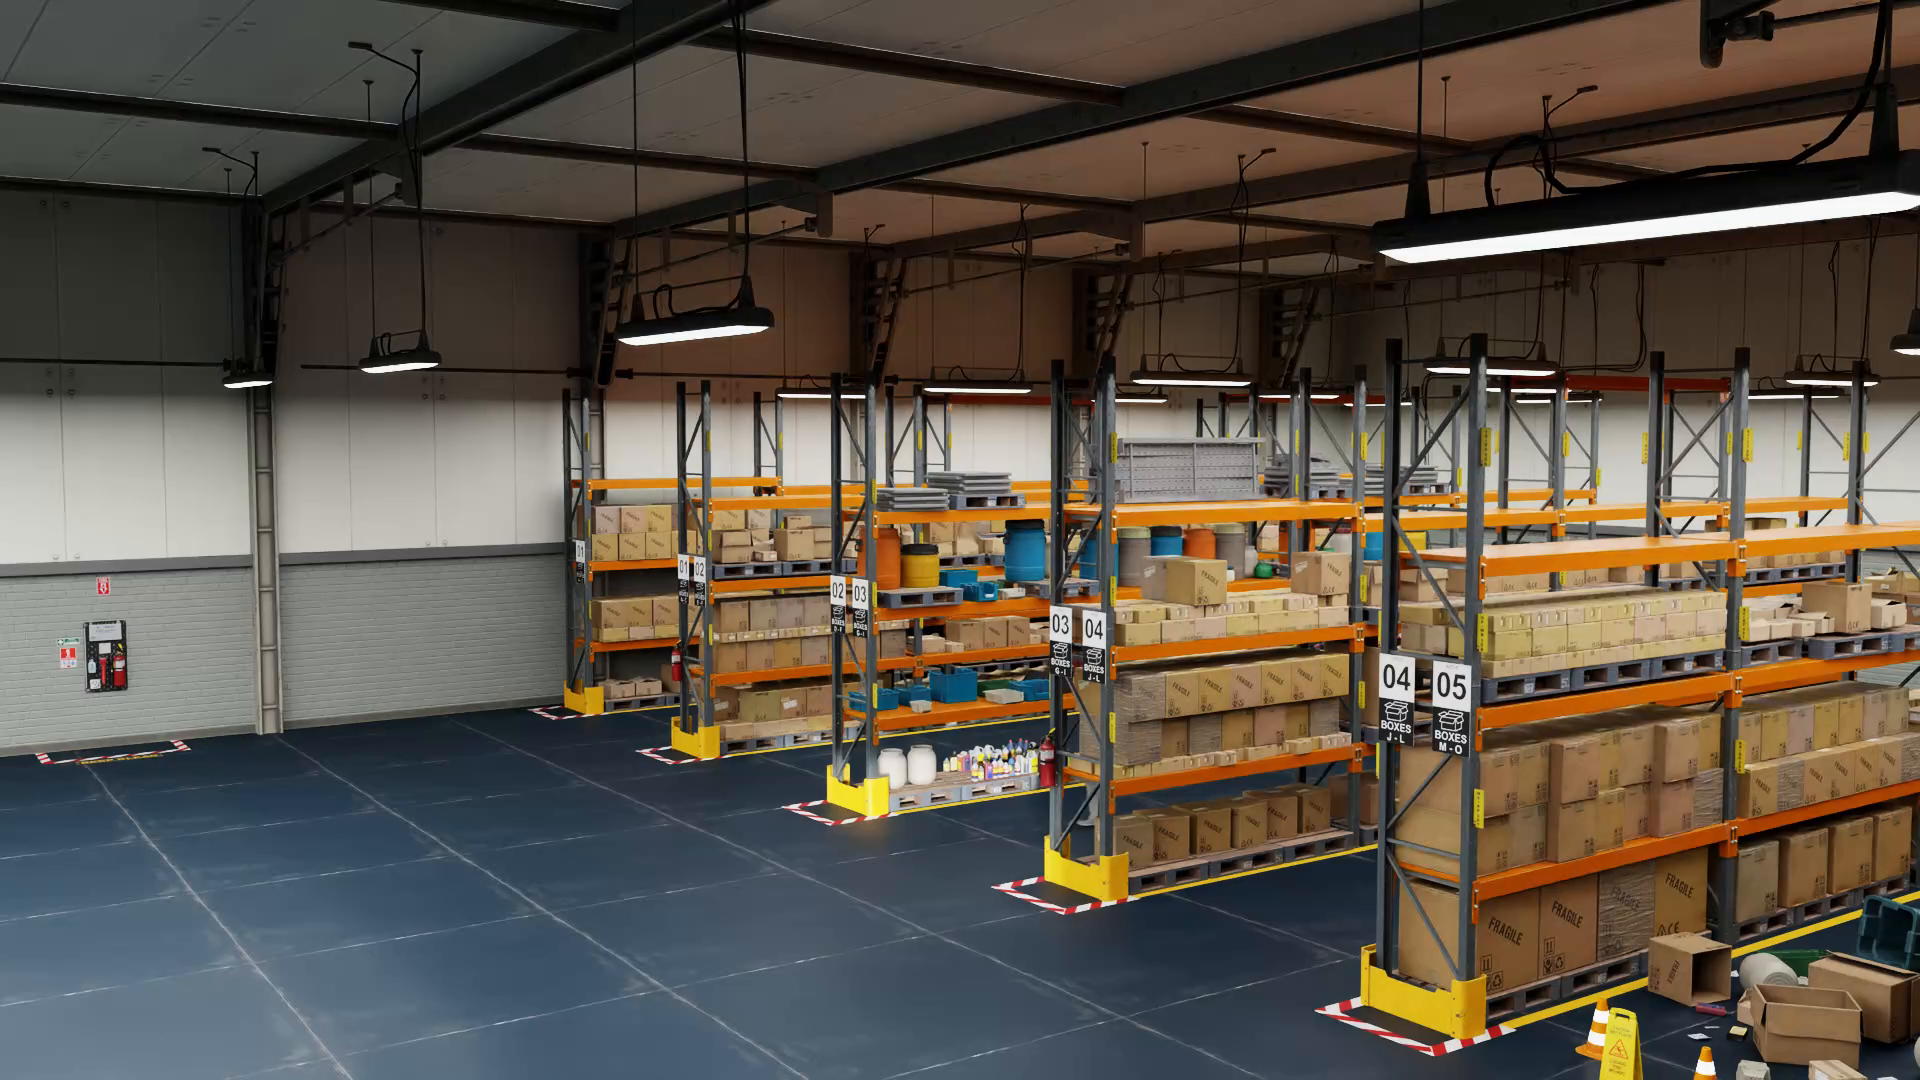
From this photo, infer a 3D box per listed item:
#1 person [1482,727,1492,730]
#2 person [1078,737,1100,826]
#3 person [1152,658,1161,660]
[{"bbox_3d":[6.353,2.988,20.562,0.638,1.722,0.511,-2,4,-23],"label":"person"},{"bbox_3d":[1.769,2.925,21.930,0.427,1.685,0.582,2,4,31],"label":"person"},{"bbox_3d":[3.310,2.388,29.417,0.947,1.738,0.631,-2,4,-32],"label":"person"}]
